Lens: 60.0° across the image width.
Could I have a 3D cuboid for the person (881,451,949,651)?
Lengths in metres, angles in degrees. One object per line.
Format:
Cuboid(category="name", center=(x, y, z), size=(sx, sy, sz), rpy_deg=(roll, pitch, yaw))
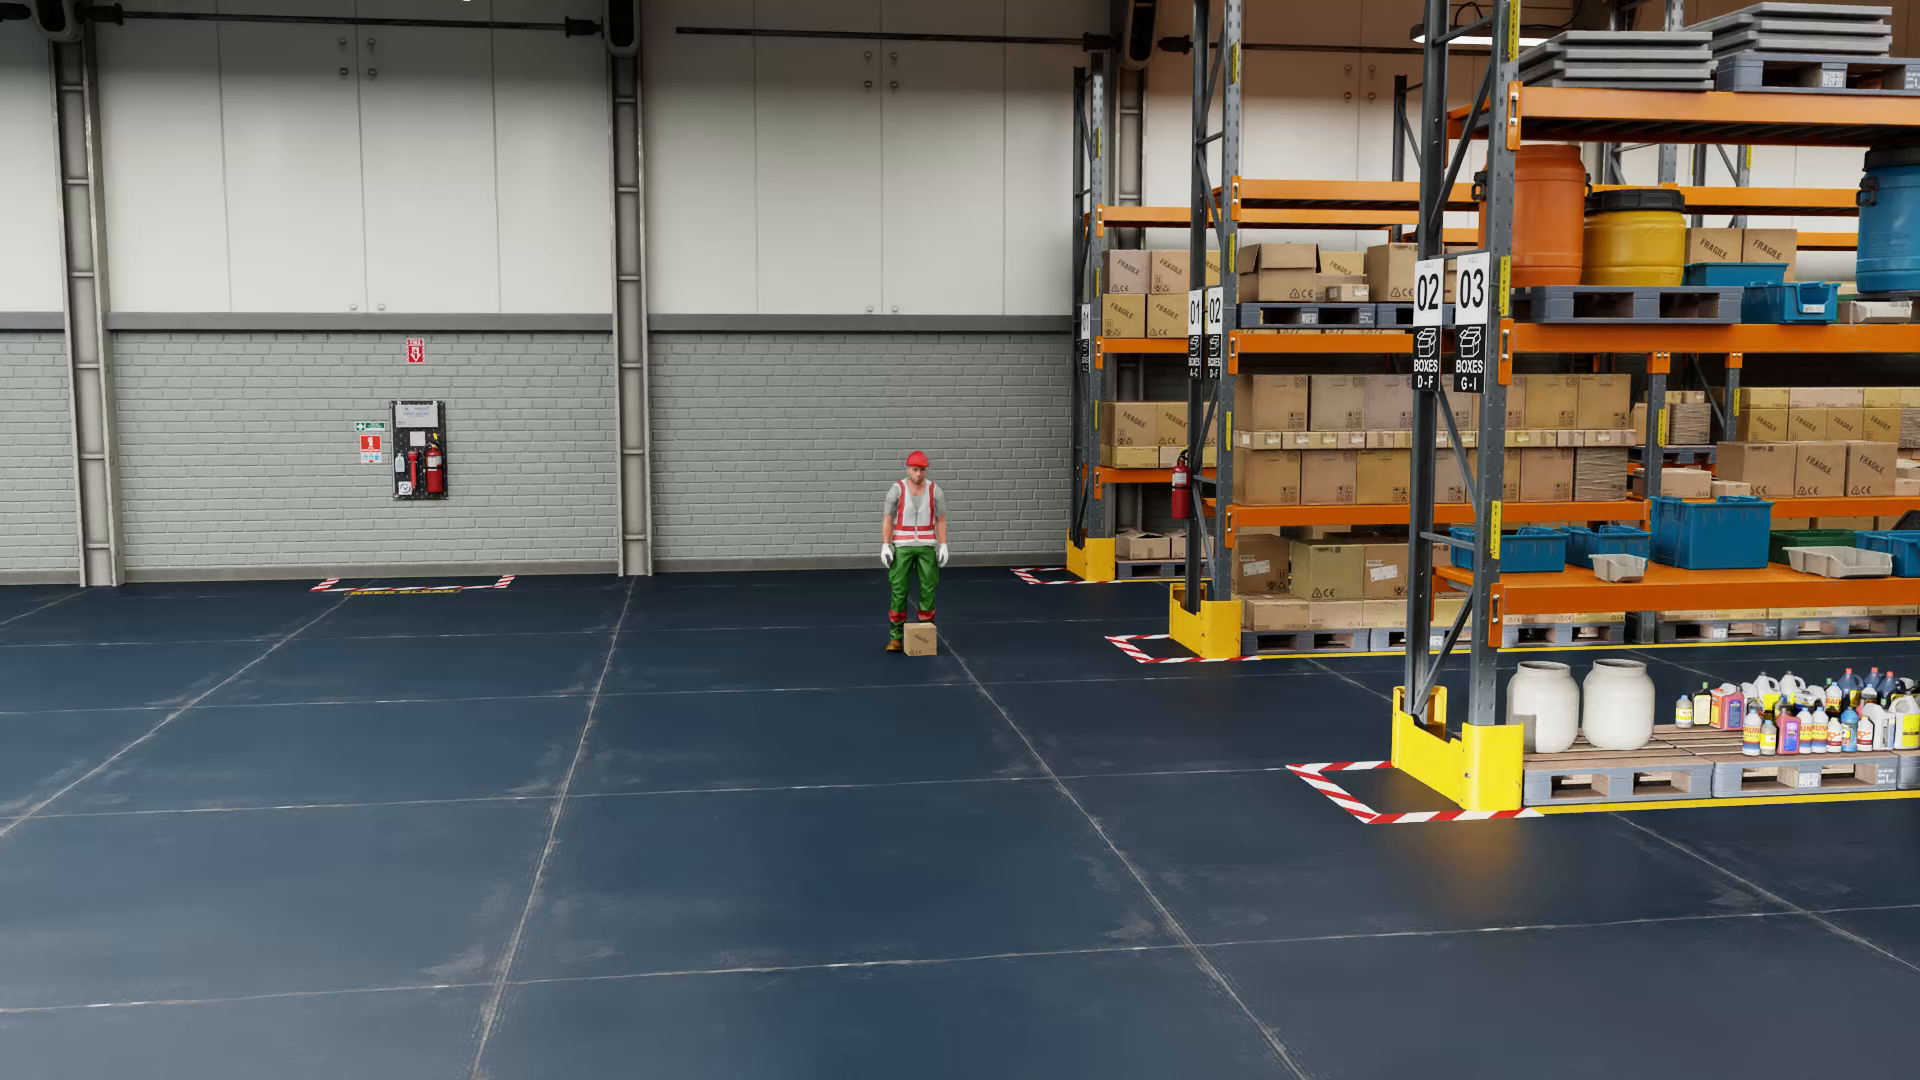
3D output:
Cuboid(category="person", center=(-0.402, 0.092, 14.815), size=(0.609, 1.780, 0.448), rpy_deg=(-1, 6, -8))
